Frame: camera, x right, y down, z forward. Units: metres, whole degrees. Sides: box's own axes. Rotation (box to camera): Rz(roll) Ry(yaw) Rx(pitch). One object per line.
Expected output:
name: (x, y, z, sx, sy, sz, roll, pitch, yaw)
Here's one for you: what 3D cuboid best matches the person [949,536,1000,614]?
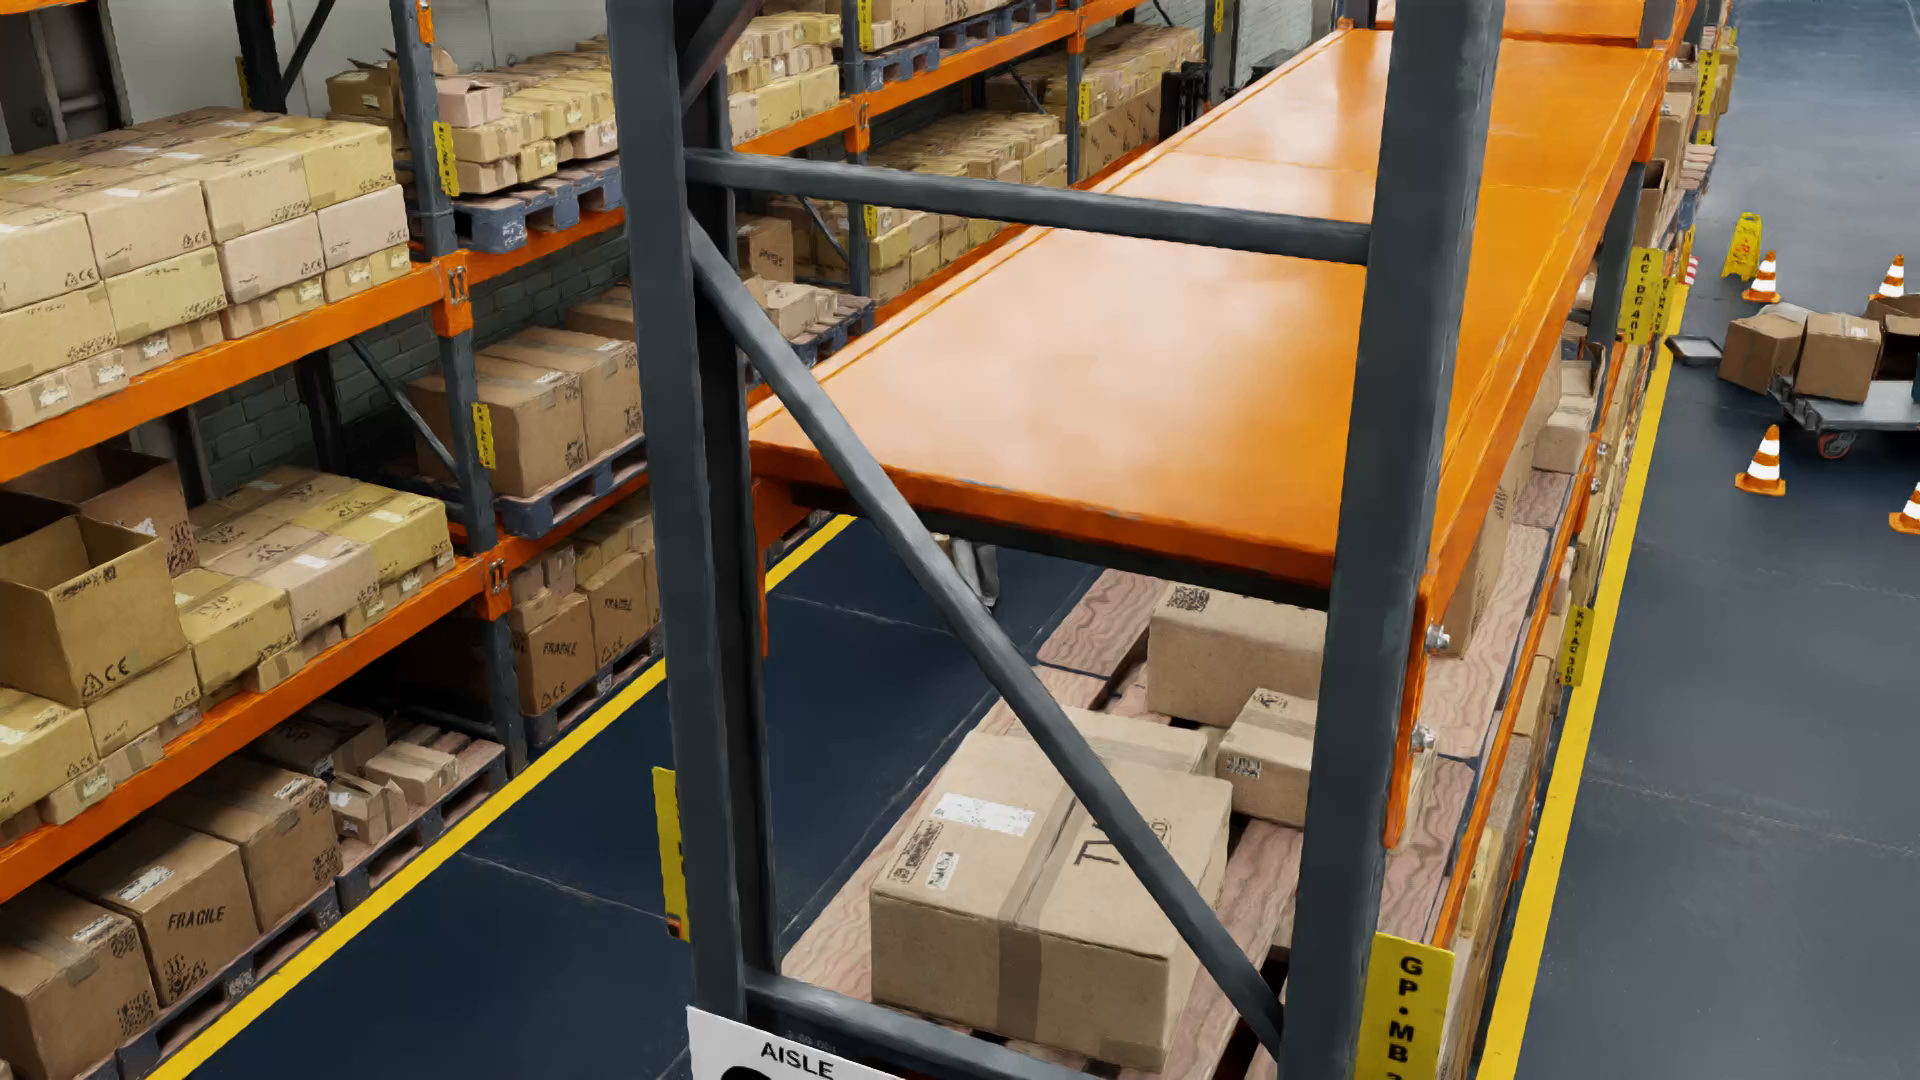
person: (-0.030, -0.282, 10.030, 0.594, 1.636, 0.718, 1, 26, 1)
